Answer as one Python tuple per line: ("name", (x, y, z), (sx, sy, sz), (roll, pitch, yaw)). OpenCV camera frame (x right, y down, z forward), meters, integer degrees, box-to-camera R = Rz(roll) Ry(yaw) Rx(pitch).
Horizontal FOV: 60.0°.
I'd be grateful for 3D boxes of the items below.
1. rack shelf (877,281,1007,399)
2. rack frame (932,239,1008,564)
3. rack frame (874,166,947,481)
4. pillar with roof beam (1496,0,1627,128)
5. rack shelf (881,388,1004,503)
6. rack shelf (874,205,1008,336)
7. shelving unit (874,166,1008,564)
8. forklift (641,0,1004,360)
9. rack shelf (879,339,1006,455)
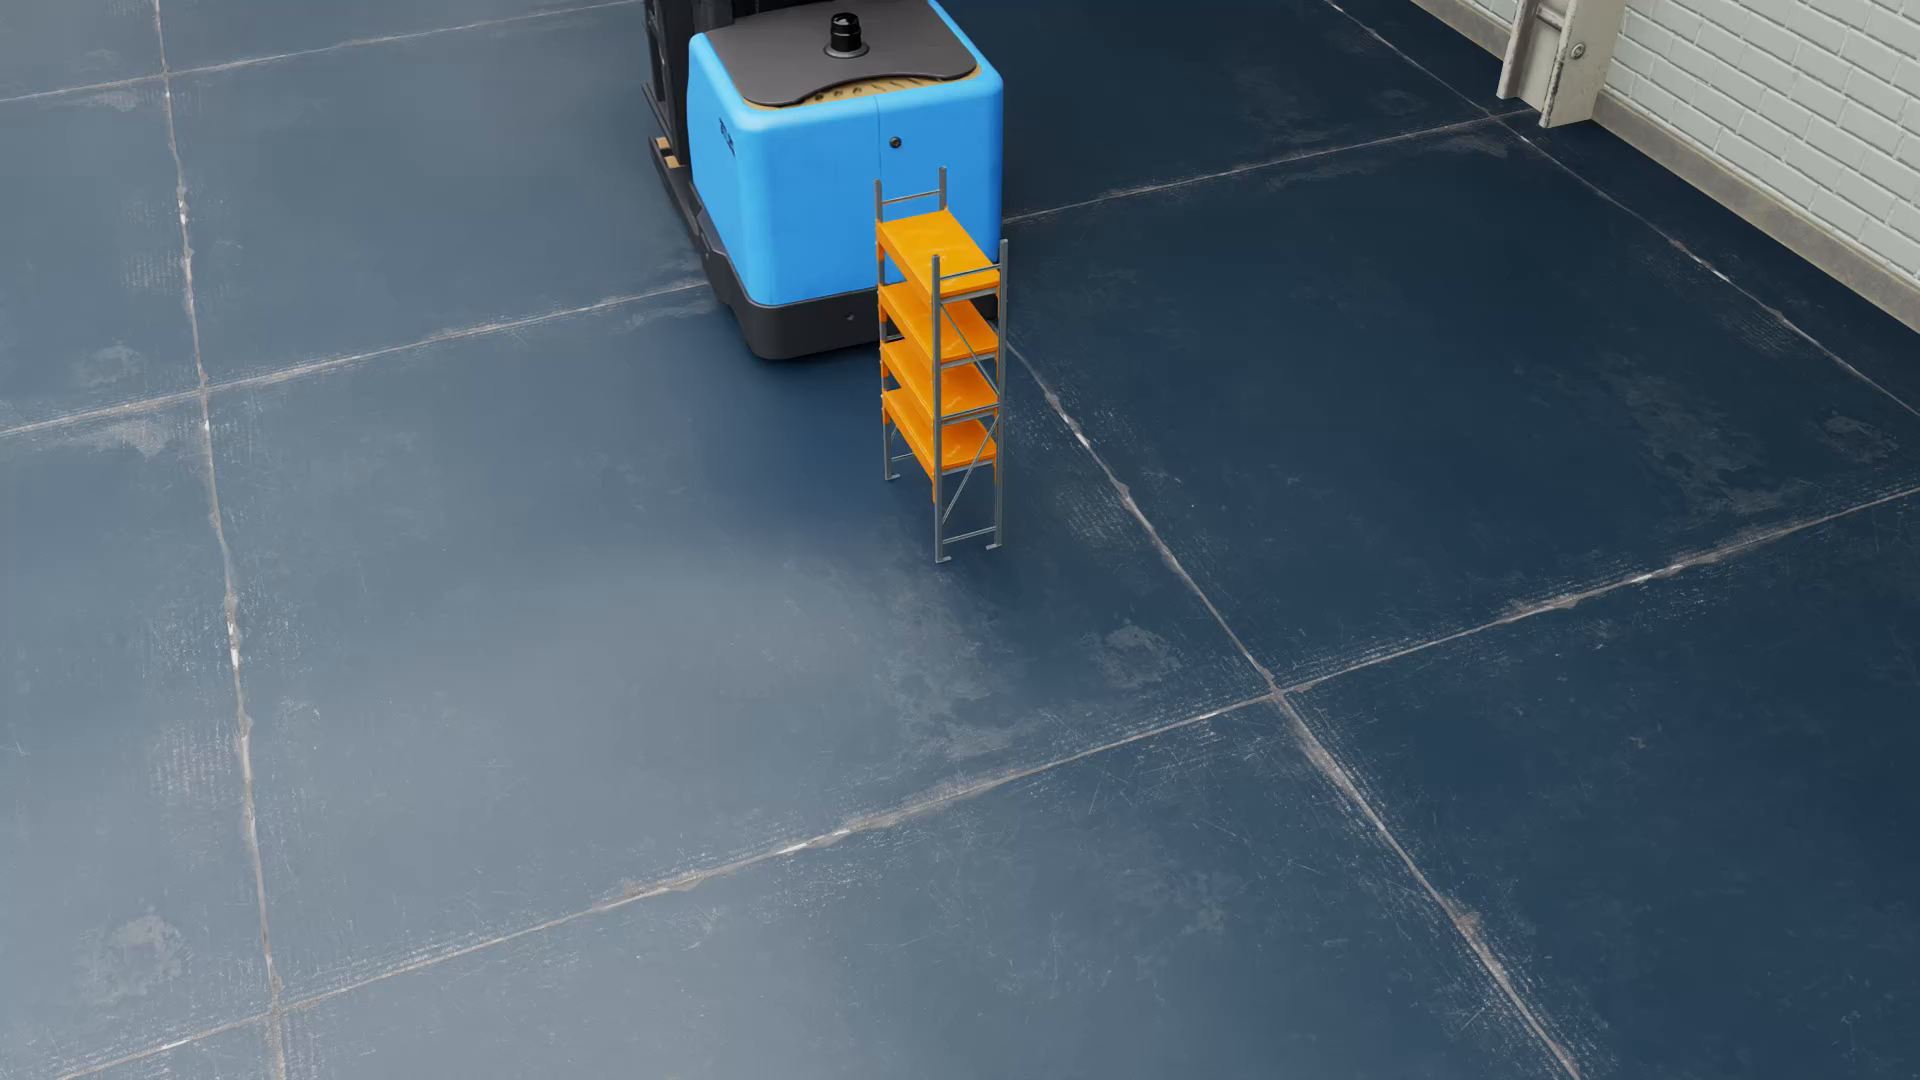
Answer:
("rack shelf", (-0.063, -0.673, 5.373), (0.258, 0.148, 0.480), (-15, 43, -17))
("rack frame", (0.030, -0.408, 5.304), (0.240, 1.200, 0.015), (-15, 43, -17))
("rack frame", (-0.157, -0.702, 5.646), (0.240, 1.200, 0.015), (-15, 43, -17))
("pillar with roof beam", (-1.070, -4.494, 4.075), (9.100, 9.000, 0.400), (-15, 43, -17))
("rack shelf", (-0.063, -0.353, 5.648), (0.258, 0.148, 0.480), (-15, 43, -17))
("rack shelf", (-0.063, -0.853, 5.219), (0.258, 0.148, 0.480), (-15, 43, -17))
("shelving unit", (-0.063, -0.555, 5.475), (0.258, 1.200, 0.503), (-15, 43, -17))
("forklift", (-0.799, -2.780, 6.735), (1.130, 2.935, 3.031), (-13, 42, -15))
("rack shelf", (-0.063, -0.504, 5.519), (0.258, 0.148, 0.480), (-15, 43, -17))
